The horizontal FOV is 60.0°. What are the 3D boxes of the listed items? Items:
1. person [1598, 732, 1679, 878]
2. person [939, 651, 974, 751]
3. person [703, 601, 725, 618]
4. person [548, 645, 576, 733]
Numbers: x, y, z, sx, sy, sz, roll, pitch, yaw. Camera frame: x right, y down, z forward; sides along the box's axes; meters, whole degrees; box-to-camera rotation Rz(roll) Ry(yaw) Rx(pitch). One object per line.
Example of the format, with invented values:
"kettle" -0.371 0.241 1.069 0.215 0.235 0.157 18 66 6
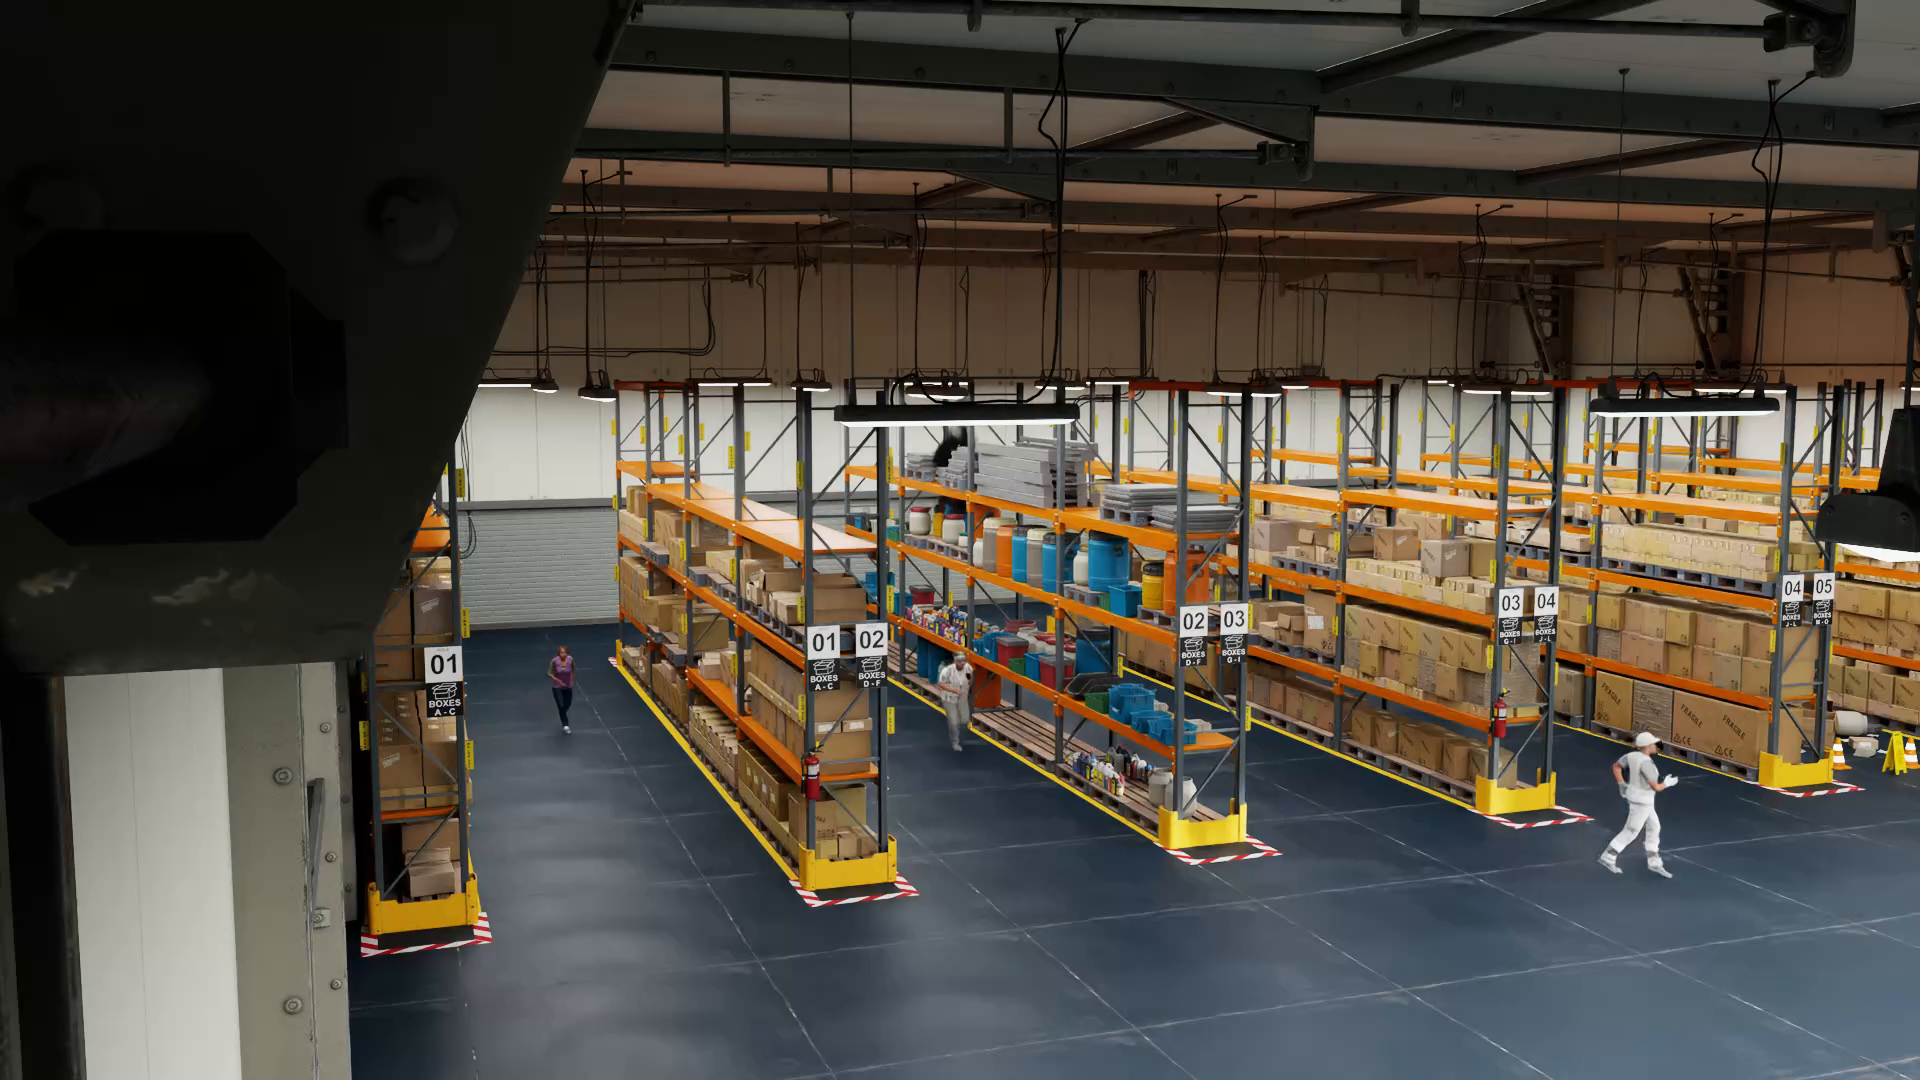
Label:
"person" 8.342 3.258 20.462 0.904 1.825 0.652 1 6 9
"person" -0.042 2.620 27.256 0.653 1.694 0.751 -2 6 -16
"person" -5.296 1.670 35.821 0.646 1.787 0.948 -6 8 -43
"person" -6.861 2.551 28.700 0.506 1.541 0.690 -2 6 -20
